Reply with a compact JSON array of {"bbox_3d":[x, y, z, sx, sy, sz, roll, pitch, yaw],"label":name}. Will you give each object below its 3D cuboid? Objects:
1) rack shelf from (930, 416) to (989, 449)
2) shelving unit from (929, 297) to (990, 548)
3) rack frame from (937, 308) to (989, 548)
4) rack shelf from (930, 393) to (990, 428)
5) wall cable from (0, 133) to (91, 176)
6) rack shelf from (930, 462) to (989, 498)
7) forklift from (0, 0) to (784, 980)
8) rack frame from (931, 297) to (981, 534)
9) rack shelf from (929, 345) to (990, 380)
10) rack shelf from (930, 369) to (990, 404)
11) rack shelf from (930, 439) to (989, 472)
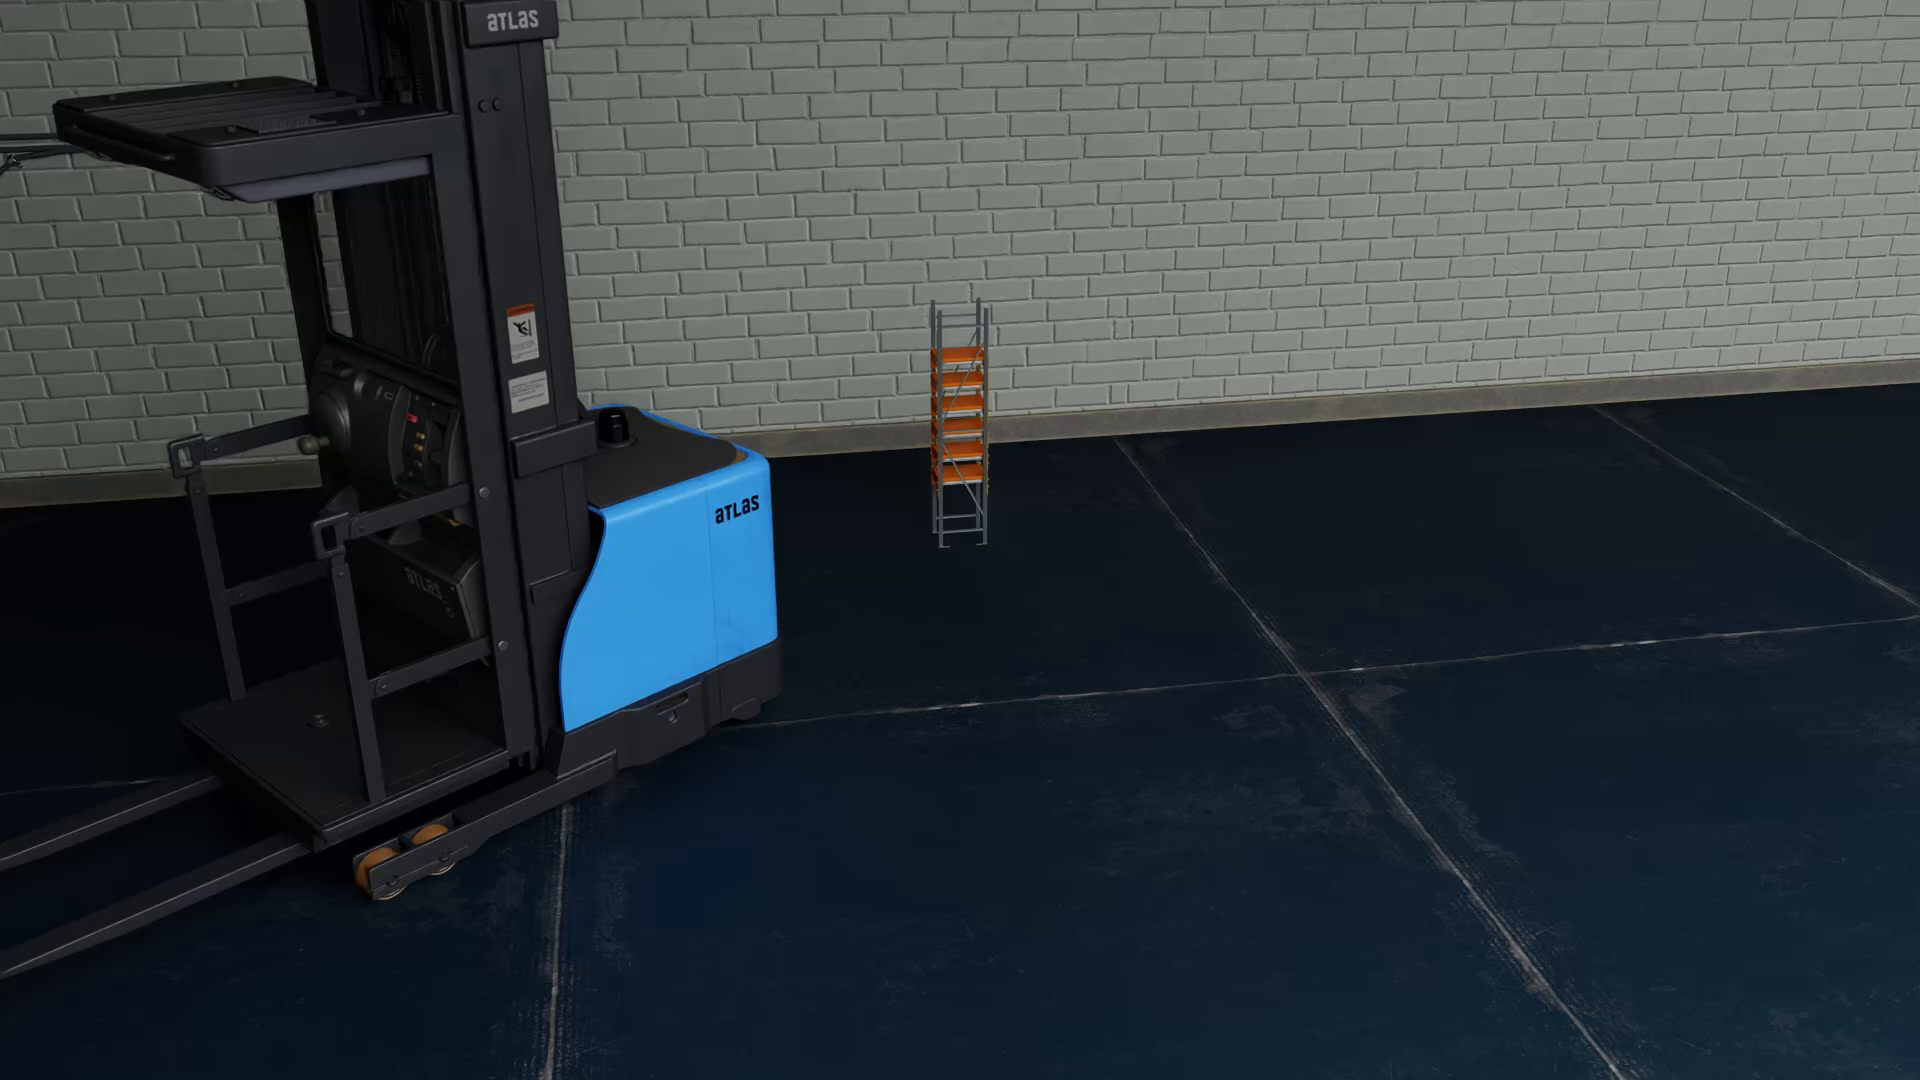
[{"bbox_3d":[-0.003,-0.515,8.041,0.258,0.103,0.180,-4,24,-10],"label":"rack shelf"},{"bbox_3d":[-0.003,-0.556,8.023,0.258,1.200,0.189,-4,24,-10],"label":"shelving unit"},{"bbox_3d":[0.014,-0.520,7.940,0.240,1.200,0.006,-4,24,-10],"label":"rack frame"},{"bbox_3d":[-0.003,-0.625,7.993,0.258,0.103,0.180,-4,24,-10],"label":"rack shelf"},{"bbox_3d":[-4.023,-2.927,7.587,3.097,2.526,0.112,-4,24,-10],"label":"wall cable"},{"bbox_3d":[-0.003,-0.295,8.137,0.258,0.103,0.180,-4,24,-10],"label":"rack shelf"},{"bbox_3d":[-2.083,-0.381,5.461,1.130,2.935,3.031,21,31,39],"label":"forklift"},{"bbox_3d":[-0.020,-0.592,8.105,0.240,1.200,0.006,-4,24,-10],"label":"rack frame"},{"bbox_3d":[-0.003,-0.845,7.897,0.258,0.103,0.180,-4,24,-10],"label":"rack shelf"},{"bbox_3d":[-0.003,-0.735,7.945,0.258,0.103,0.180,-4,24,-10],"label":"rack shelf"},{"bbox_3d":[-0.003,-0.405,8.089,0.258,0.103,0.180,-4,24,-10],"label":"rack shelf"}]
